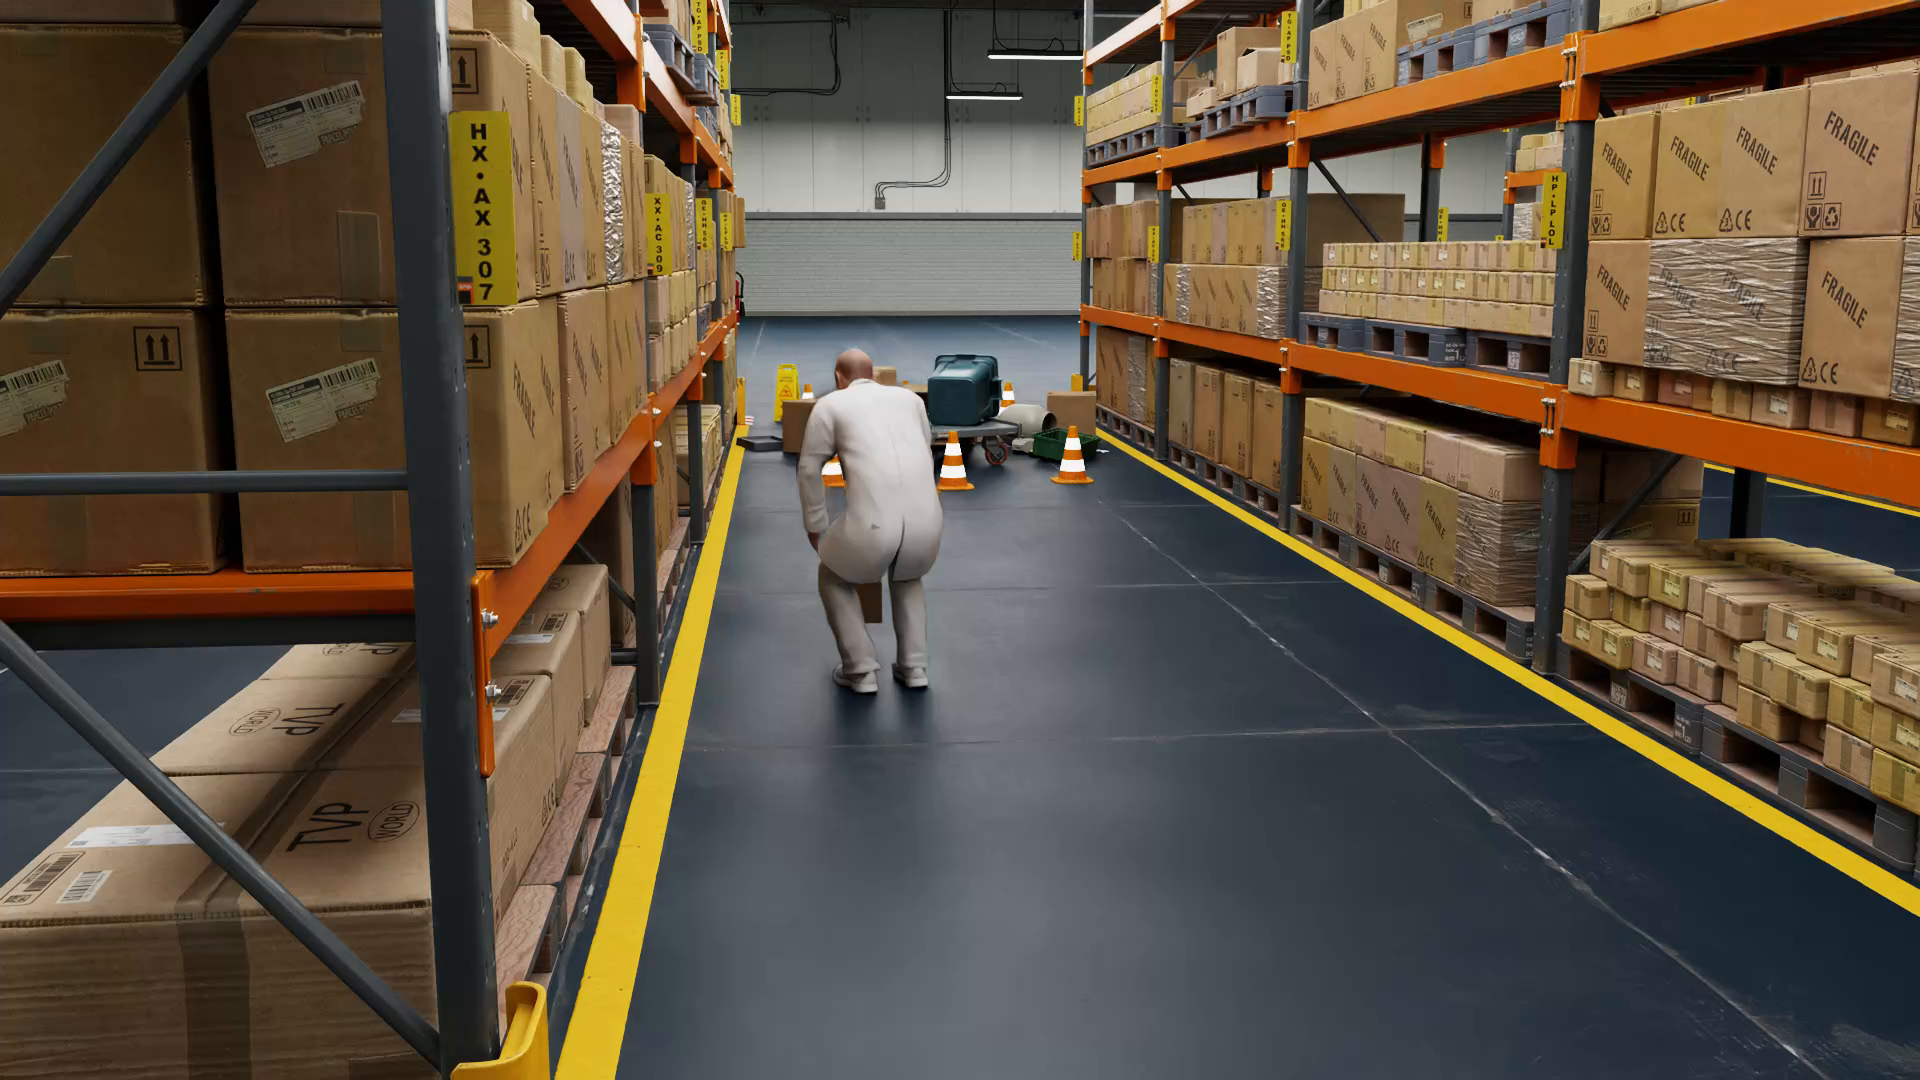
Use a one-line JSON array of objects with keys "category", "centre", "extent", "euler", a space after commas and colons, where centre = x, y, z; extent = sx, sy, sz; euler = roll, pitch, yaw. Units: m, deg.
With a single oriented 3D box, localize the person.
[{"category": "person", "centre": [-0.382, -0.087, 7.327], "extent": [0.621, 1.483, 0.680], "euler": [-4, 10, -19]}]
